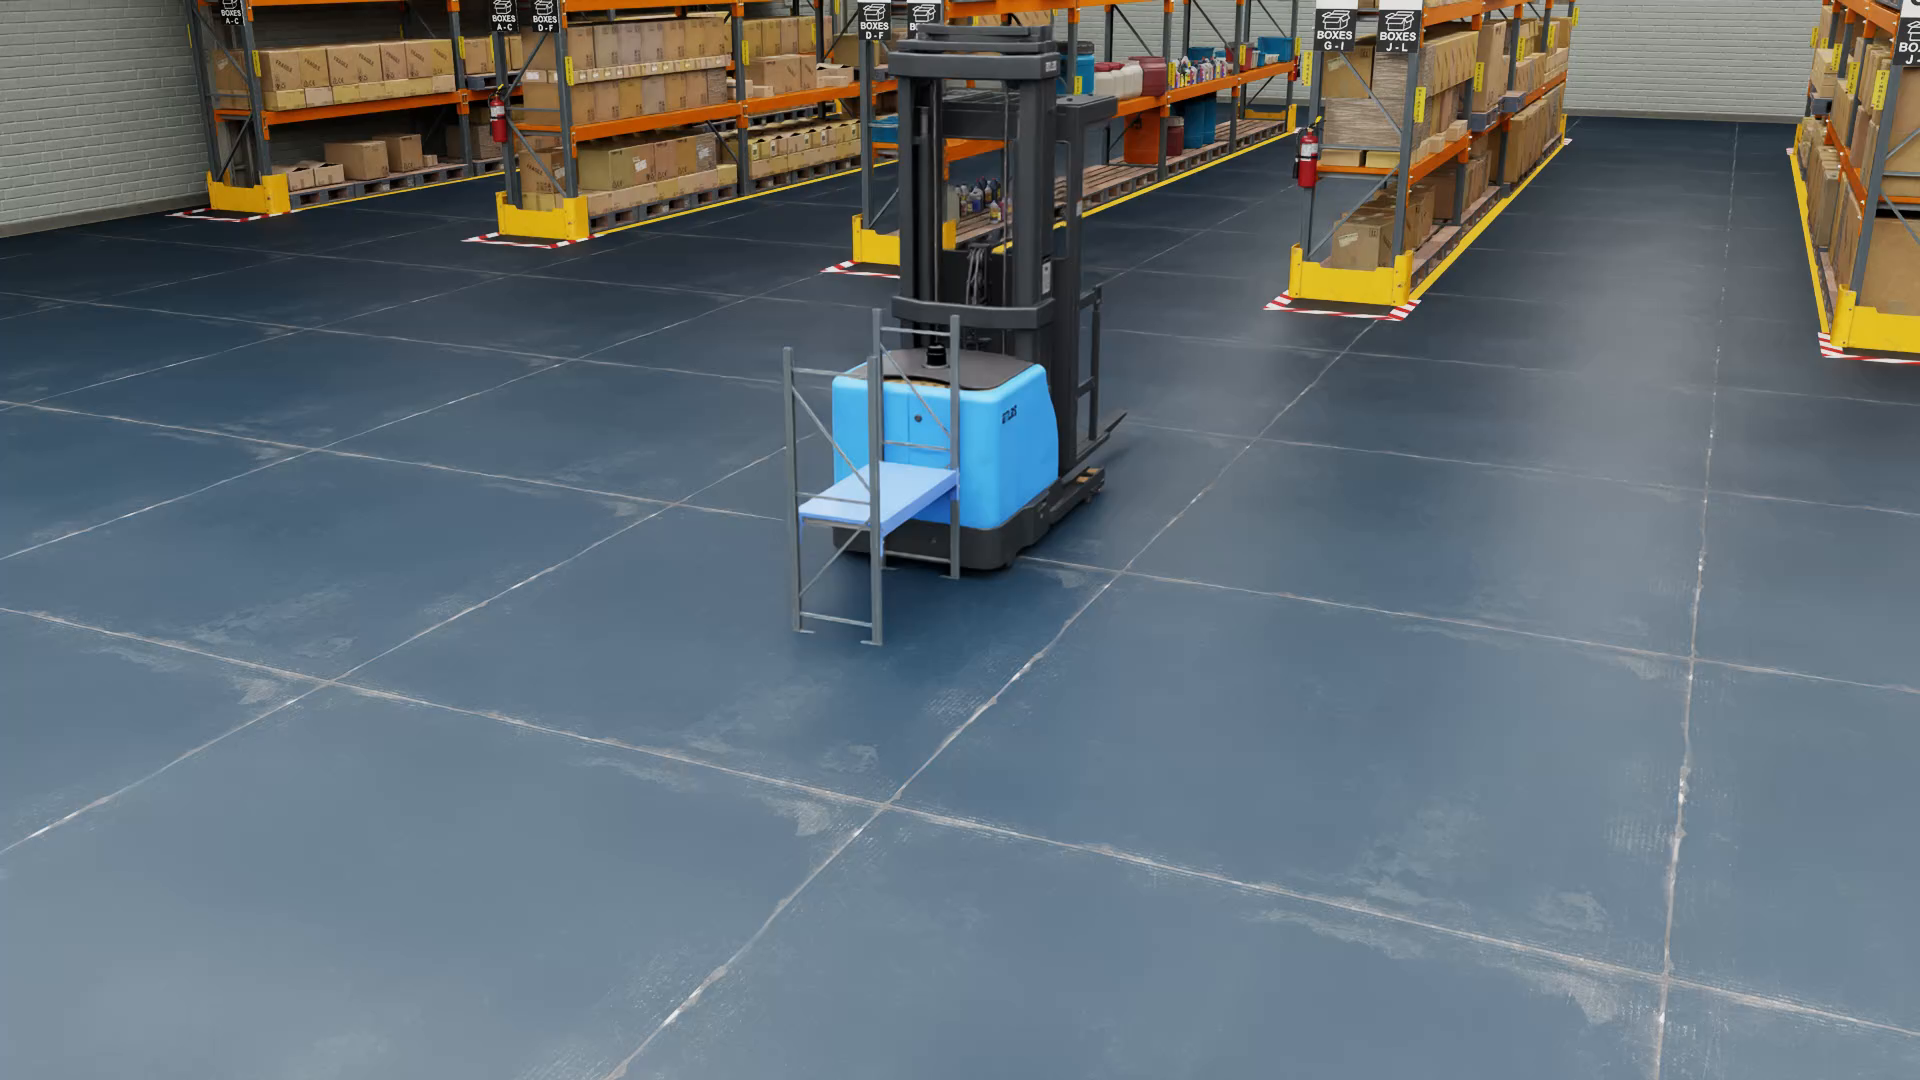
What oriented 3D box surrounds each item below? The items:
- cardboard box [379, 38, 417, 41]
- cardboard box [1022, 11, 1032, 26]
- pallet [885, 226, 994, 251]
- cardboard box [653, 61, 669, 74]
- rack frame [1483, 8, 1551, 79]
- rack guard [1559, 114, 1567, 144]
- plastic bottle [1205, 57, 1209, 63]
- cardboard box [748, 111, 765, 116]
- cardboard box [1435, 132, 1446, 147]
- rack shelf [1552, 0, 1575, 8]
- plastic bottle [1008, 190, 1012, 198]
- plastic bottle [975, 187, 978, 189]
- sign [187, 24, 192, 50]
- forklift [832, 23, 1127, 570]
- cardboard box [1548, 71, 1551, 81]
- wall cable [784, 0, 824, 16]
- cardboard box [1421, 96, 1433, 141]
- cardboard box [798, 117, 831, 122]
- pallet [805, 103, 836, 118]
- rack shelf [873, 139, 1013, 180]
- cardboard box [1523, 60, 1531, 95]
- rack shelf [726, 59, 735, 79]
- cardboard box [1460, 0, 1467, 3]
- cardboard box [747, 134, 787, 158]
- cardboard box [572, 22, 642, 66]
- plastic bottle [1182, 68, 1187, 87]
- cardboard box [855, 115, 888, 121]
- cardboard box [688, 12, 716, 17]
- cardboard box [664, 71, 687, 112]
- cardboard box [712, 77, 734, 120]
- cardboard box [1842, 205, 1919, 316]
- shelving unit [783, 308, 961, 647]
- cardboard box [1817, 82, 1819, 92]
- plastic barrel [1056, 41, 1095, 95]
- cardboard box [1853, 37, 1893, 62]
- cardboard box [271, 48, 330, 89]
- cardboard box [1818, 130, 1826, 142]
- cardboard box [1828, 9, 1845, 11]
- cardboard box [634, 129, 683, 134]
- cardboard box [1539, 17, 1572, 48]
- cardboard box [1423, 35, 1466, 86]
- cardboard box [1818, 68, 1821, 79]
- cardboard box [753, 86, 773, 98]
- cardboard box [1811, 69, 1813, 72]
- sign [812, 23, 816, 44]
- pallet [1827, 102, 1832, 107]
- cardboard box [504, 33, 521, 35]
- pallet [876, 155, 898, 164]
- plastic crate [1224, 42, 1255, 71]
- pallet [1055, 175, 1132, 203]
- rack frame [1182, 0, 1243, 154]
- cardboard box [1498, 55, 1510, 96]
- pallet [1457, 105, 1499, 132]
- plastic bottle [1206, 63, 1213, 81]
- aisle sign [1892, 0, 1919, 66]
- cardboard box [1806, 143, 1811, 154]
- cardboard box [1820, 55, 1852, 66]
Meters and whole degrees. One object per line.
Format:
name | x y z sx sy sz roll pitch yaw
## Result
cardboard box | -8.402 -7.273 25.017 0.500 0.500 0.500 8 21 21
cardboard box | 1.071 -10.116 32.296 0.500 0.500 0.500 9 22 24
pallet | -0.293 -3.477 19.431 1.003 0.211 1.213 9 21 23
cardboard box | -4.041 -6.188 21.774 0.380 0.149 0.250 9 22 24
rack frame | 8.814 -7.502 26.588 1.000 3.000 0.127 9 21 23
rack guard | 10.462 -7.555 30.466 1.175 0.500 0.348 9 21 23
plastic bottle | 4.086 -7.853 27.646 0.144 0.351 0.185 9 21 23
cardboard box | -4.343 -8.776 33.273 0.700 0.500 0.500 9 21 23
cardboard box | 5.091 -4.376 18.171 0.380 0.149 0.250 9 21 23
rack shelf | 9.633 -9.188 27.925 1.077 0.370 4.000 9 21 23
plastic bottle | 0.640 -4.235 20.799 0.061 0.283 0.133 9 21 23
plastic bottle | 0.207 -4.361 21.169 0.097 0.271 0.097 0 20 0
sign | -10.155 -6.650 21.991 0.100 0.325 0.005 9 21 23
forklift | 0.298 -1.671 10.293 1.130 2.935 3.031 8 21 21
cardboard box | 9.454 -7.590 27.208 0.380 0.149 0.250 9 22 24
wall cable | -3.443 -11.764 37.055 0.084 1.984 1.851 9 21 23
cardboard box | 4.490 -4.502 17.558 0.875 0.500 0.500 9 21 23
cardboard box | -2.342 -6.687 26.934 0.500 0.311 0.500 9 22 25
pallet | -3.361 -9.195 35.509 1.003 0.211 1.213 9 21 23
rack shelf | 0.201 -4.786 20.024 1.077 0.370 4.000 9 21 23
cardboard box | 8.039 -6.753 24.332 0.500 0.500 0.500 8 21 22
rack shelf | -5.562 -8.591 30.723 1.077 0.370 4.000 9 21 23
cardboard box | 5.163 -5.910 17.856 0.500 0.250 0.500 8 21 22
cardboard box | -2.892 -5.828 24.520 0.500 0.311 0.500 8 21 22
cardboard box | -4.495 -6.326 21.194 0.700 0.500 0.500 9 21 23
plastic bottle | 3.510 -7.239 26.021 0.061 0.283 0.133 9 21 23
cardboard box | -1.413 -6.769 27.601 0.500 0.500 0.500 10 22 25
cardboard box | -4.919 -9.758 31.190 0.500 0.250 0.500 9 21 24
cardboard box | -4.093 -6.013 22.250 0.700 0.500 0.500 9 21 24
cardboard box | -4.890 -8.510 32.002 0.750 0.750 0.750 9 21 23
cardboard box | 8.601 -2.536 15.167 0.875 0.875 0.875 9 21 23
shelving unit | -0.434 -0.358 8.738 0.538 1.500 1.048 8 21 21
cardboard box | 11.756 -6.092 22.369 0.380 0.149 0.250 8 21 22
plastic barrel | 1.454 -6.049 21.753 0.600 0.901 0.708 9 21 23
cardboard box | 11.467 -5.950 20.583 0.700 0.500 0.500 8 21 22
cardboard box | -8.975 -6.420 22.618 0.500 0.500 0.500 9 21 23
cardboard box | 12.120 -5.496 22.930 0.500 0.250 0.500 9 22 24
cardboard box | 13.673 -7.943 25.743 0.500 0.500 0.500 9 22 24
cardboard box | -4.171 -5.420 23.091 0.500 0.500 0.500 9 21 23
cardboard box | 10.492 -8.963 29.356 0.500 0.500 0.500 9 21 23
cardboard box | 5.196 -5.234 18.125 0.500 0.500 0.500 9 21 23
cardboard box | 11.867 -6.316 22.557 0.380 0.149 0.250 8 21 22
cardboard box | -2.948 -6.542 24.261 0.380 0.149 0.250 9 21 23
cardboard box | 14.504 -7.841 27.916 0.380 0.149 0.250 8 21 22
sign | -2.359 -8.220 26.995 0.100 0.325 0.005 9 21 23
pallet | 12.433 -6.089 22.899 1.003 0.211 1.213 9 21 23
cardboard box | -7.054 -8.044 27.305 0.700 0.500 0.500 9 21 23
pallet | -1.520 -6.549 28.069 1.003 0.211 1.213 9 21 23
plastic crate | 4.890 -8.479 29.149 0.402 0.464 0.583 9 21 23
pallet | 1.804 -5.042 23.832 1.003 0.211 1.213 9 21 23
rack frame | 4.296 -8.182 28.499 1.000 3.000 0.127 9 21 23
cardboard box | 6.854 -6.170 22.064 0.700 0.500 0.500 12 23 31
pallet | 5.984 -5.180 20.344 1.003 0.211 1.213 9 21 23
plastic bottle | 4.073 -7.693 27.309 0.152 0.276 0.135 9 21 23
aisle sign | 8.081 -4.367 13.892 0.394 0.787 0.004 9 21 23
cardboard box | 13.236 -6.010 25.576 0.380 0.149 0.250 7 21 20
cardboard box | 11.974 -6.536 22.730 0.380 0.149 0.250 10 22 25
